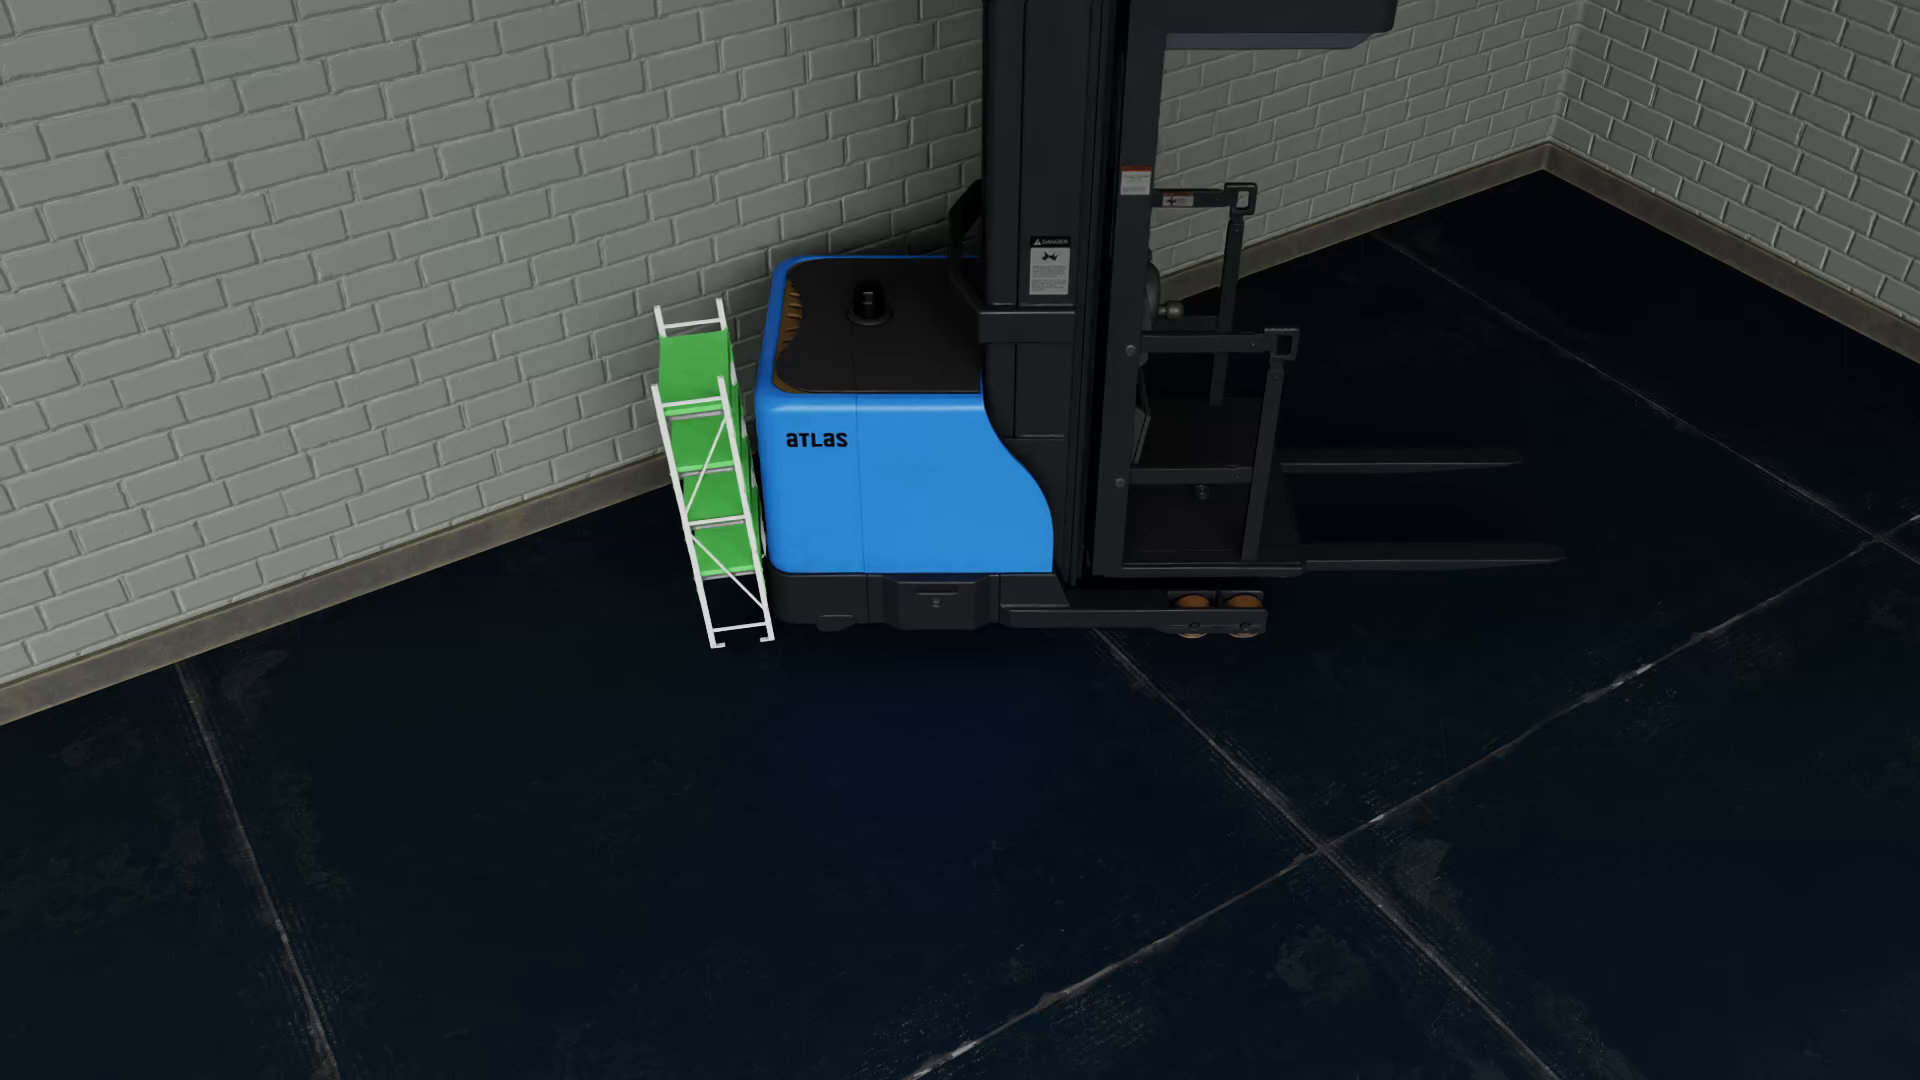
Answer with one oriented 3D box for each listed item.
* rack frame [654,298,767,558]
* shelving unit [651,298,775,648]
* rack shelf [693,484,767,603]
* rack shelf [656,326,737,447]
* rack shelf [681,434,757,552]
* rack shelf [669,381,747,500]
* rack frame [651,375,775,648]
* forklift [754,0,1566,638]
[{"bbox_3d":[-0.919,-0.379,6.255,0.240,1.200,0.015,-7,40,-3],"label":"rack frame"},{"bbox_3d":[-0.889,-0.224,6.068,0.258,1.200,0.503,-7,40,-3],"label":"shelving unit"},{"bbox_3d":[-0.869,0.007,6.264,0.258,0.148,0.480,-7,40,-3],"label":"rack shelf"},{"bbox_3d":[-0.918,-0.541,5.800,0.258,0.148,0.480,-7,40,-3],"label":"rack shelf"},{"bbox_3d":[-0.885,-0.175,6.110,0.258,0.148,0.480,-7,40,-3],"label":"rack shelf"},{"bbox_3d":[-0.901,-0.358,5.955,0.258,0.148,0.480,-7,40,-3],"label":"rack shelf"},{"bbox_3d":[-0.860,-0.069,5.882,0.240,1.200,0.015,-7,40,-3],"label":"rack frame"},{"bbox_3d":[0.789,-1.096,5.775,3.031,2.935,1.130,0,40,0],"label":"forklift"}]
